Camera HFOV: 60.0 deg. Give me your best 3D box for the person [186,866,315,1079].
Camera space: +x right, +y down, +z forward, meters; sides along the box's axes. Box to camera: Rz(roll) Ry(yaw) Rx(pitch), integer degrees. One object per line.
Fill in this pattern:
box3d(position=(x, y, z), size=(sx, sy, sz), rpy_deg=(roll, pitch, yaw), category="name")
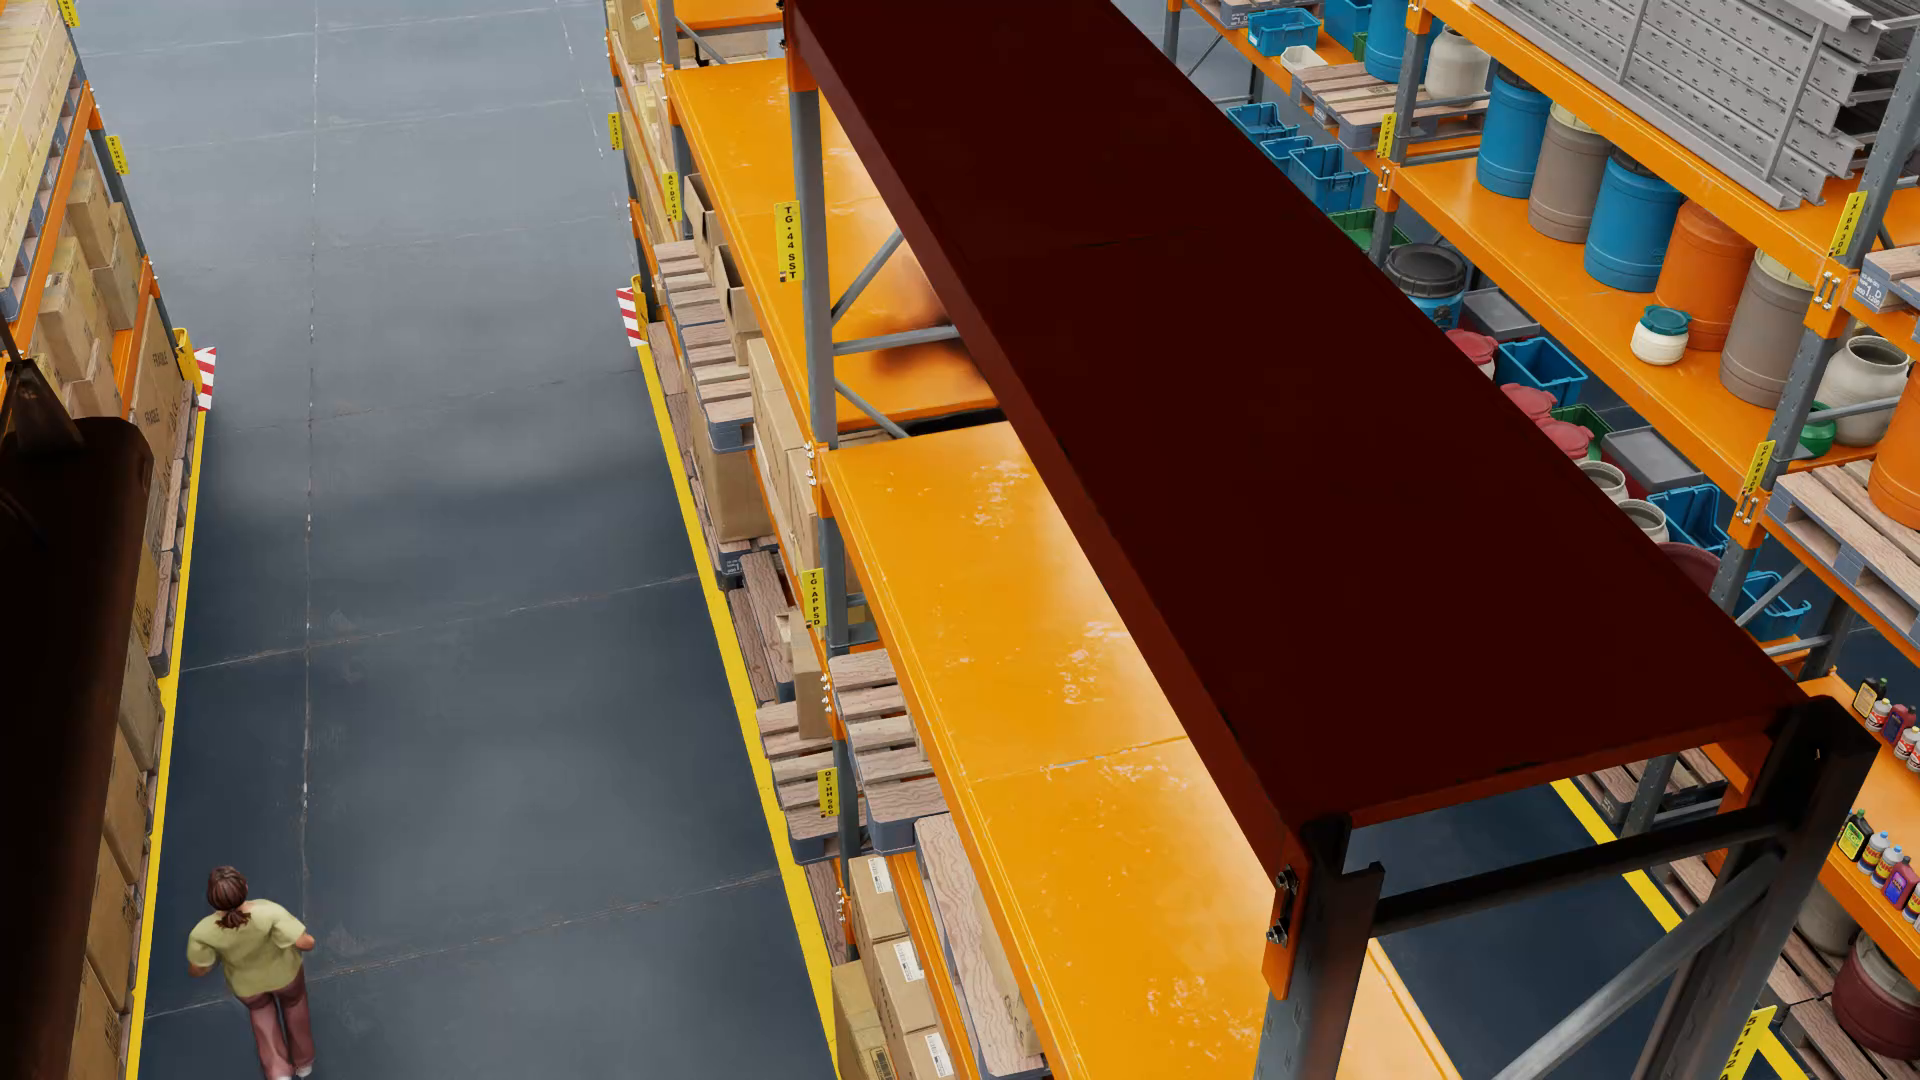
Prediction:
box3d(position=(-3.462, 2.180, 8.292), size=(0.580, 1.631, 0.553), rpy_deg=(-13, 40, -16), category="person")
